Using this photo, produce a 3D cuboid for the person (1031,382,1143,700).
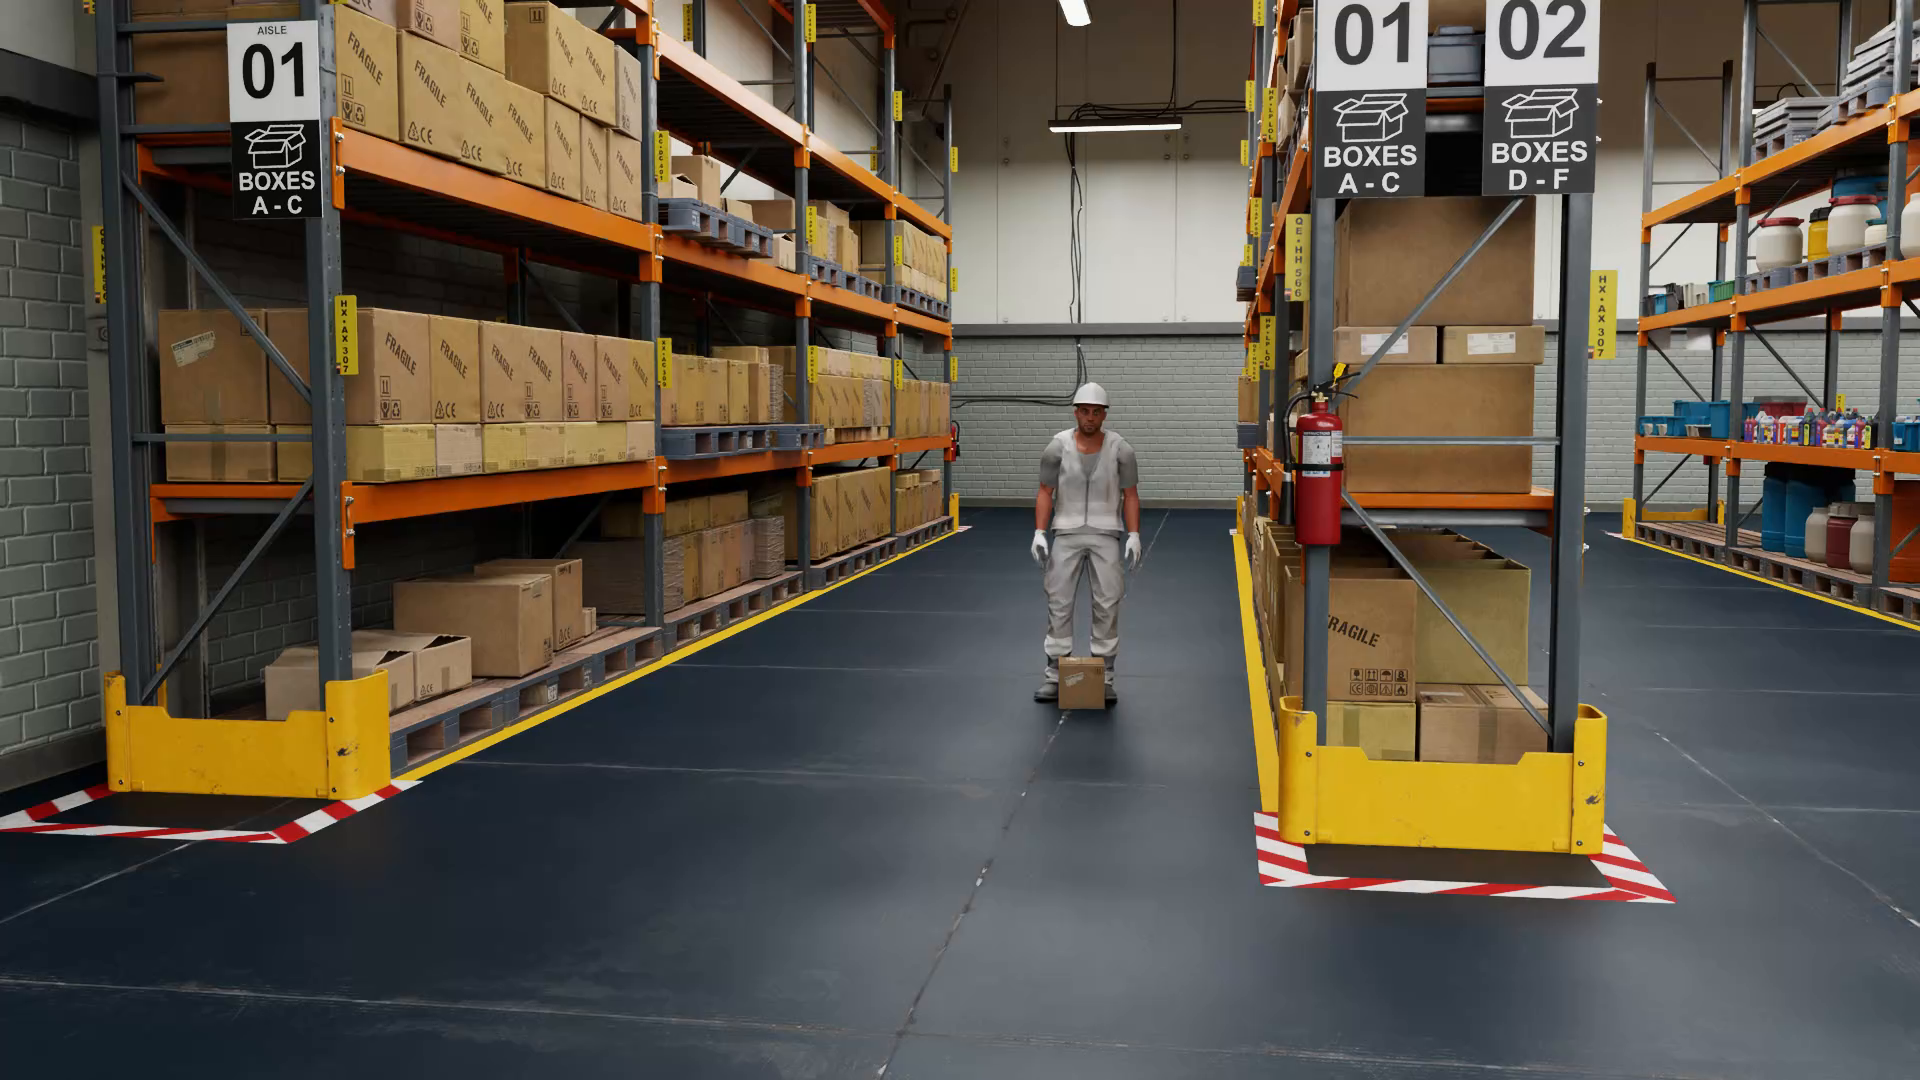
[{"bbox_3d":[0.713,0.010,9.338,0.623,1.780,0.446,0,4,6],"label":"person"}]
